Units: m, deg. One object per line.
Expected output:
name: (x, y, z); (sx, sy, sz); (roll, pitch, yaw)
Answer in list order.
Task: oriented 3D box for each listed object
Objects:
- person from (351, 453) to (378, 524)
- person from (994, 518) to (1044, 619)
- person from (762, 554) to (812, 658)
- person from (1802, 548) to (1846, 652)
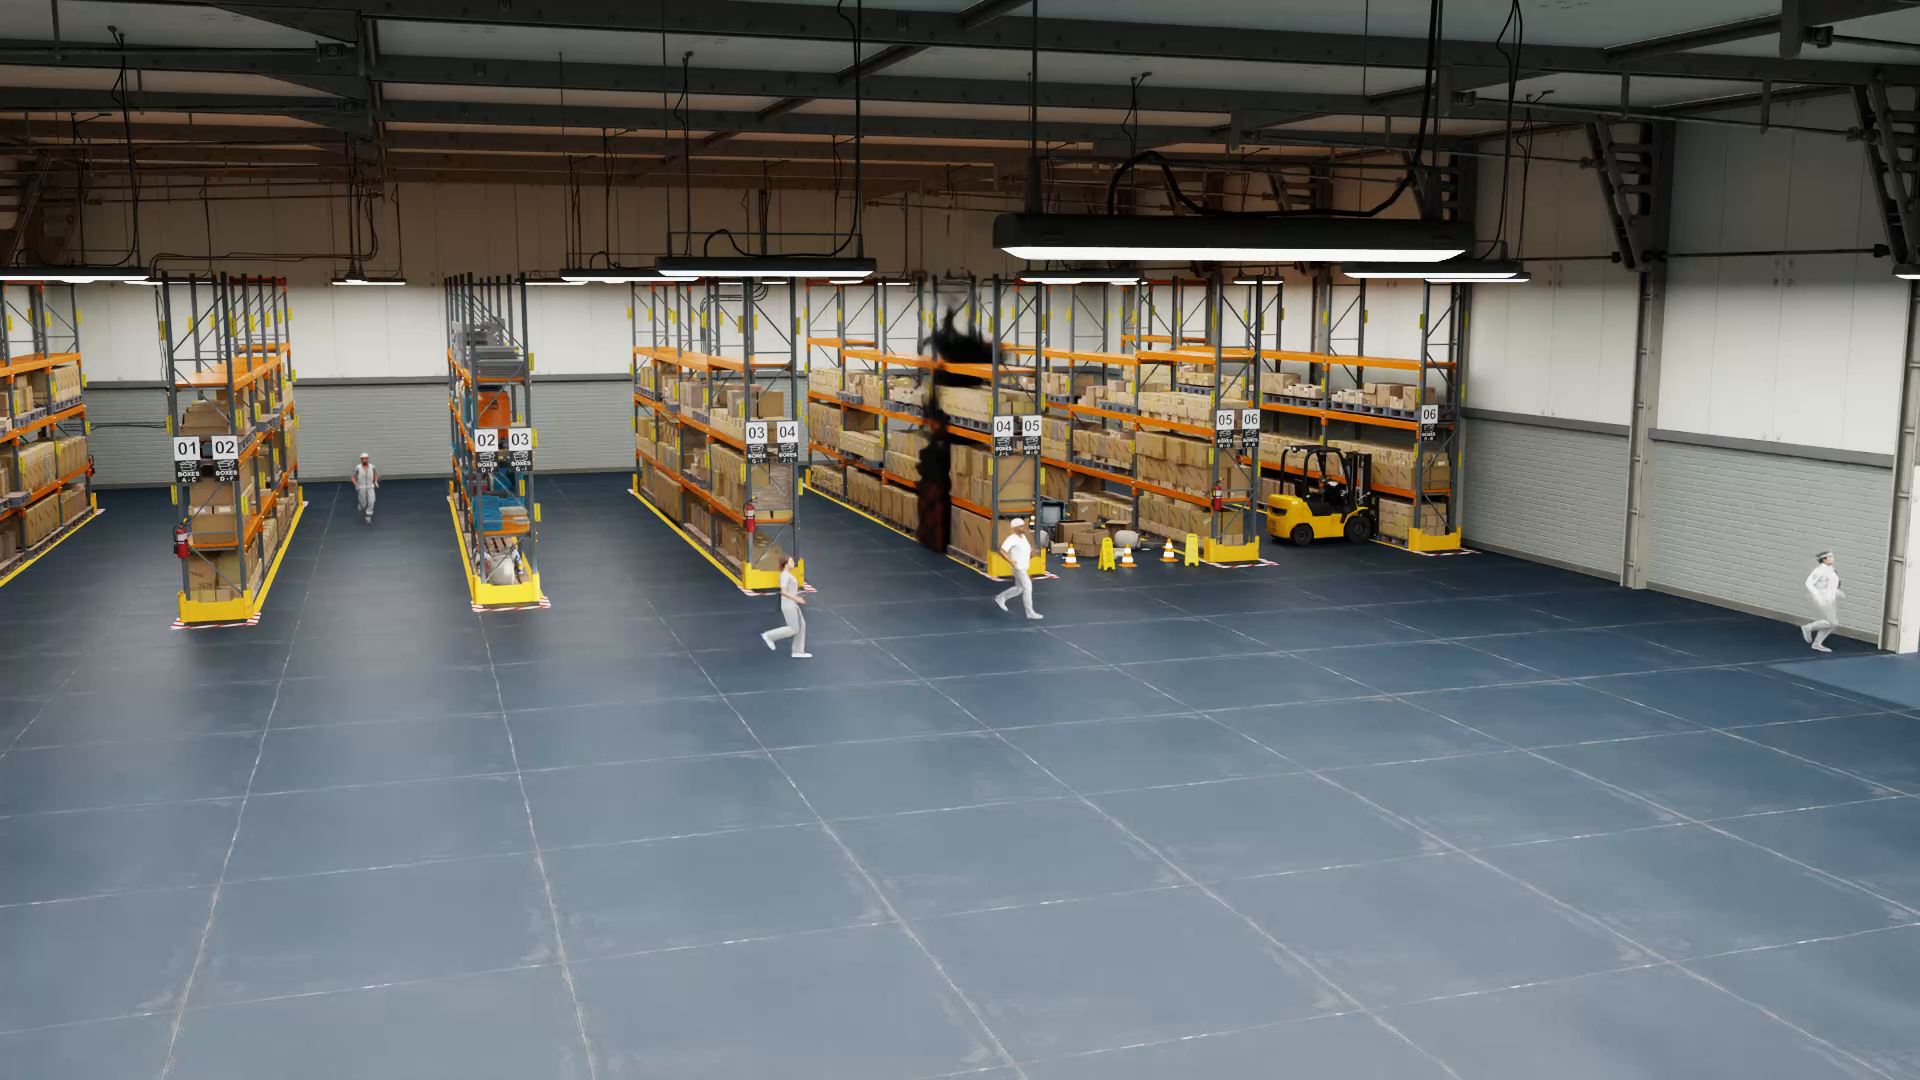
person: (-14.565, -1.271, 40.743); (0.643, 1.738, 0.712); (-5, 10, -31)
person: (1.023, 0.488, 28.986); (0.954, 1.748, 0.711); (3, 9, 21)
person: (-2.694, 1.033, 25.860); (0.764, 1.636, 0.564); (0, 9, -2)
person: (13.730, 0.947, 26.392); (0.614, 1.654, 0.549); (-7, 11, -38)
